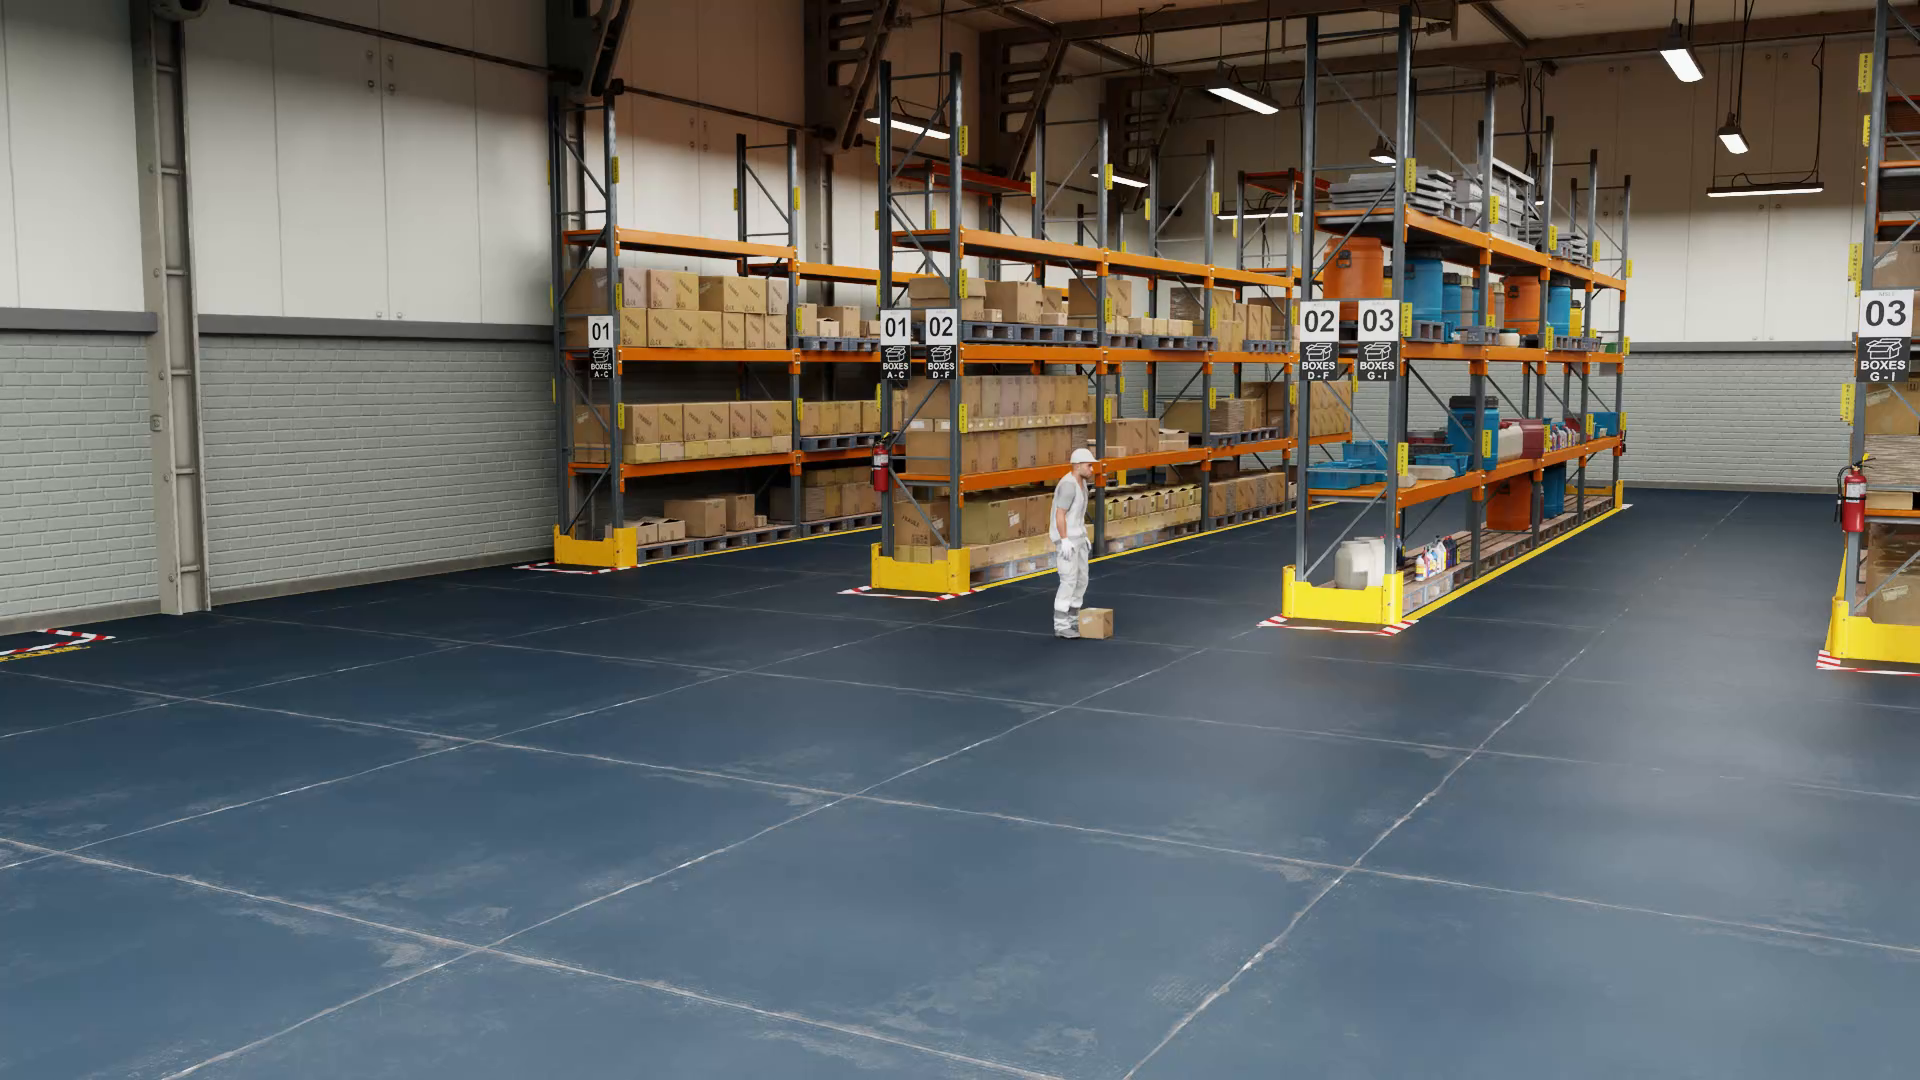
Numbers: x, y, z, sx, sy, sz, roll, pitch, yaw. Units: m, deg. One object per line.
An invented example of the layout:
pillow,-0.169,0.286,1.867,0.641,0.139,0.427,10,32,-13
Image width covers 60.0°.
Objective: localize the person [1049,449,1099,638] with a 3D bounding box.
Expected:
person,1.092,0.020,15.814,0.453,1.778,0.617,3,6,25
